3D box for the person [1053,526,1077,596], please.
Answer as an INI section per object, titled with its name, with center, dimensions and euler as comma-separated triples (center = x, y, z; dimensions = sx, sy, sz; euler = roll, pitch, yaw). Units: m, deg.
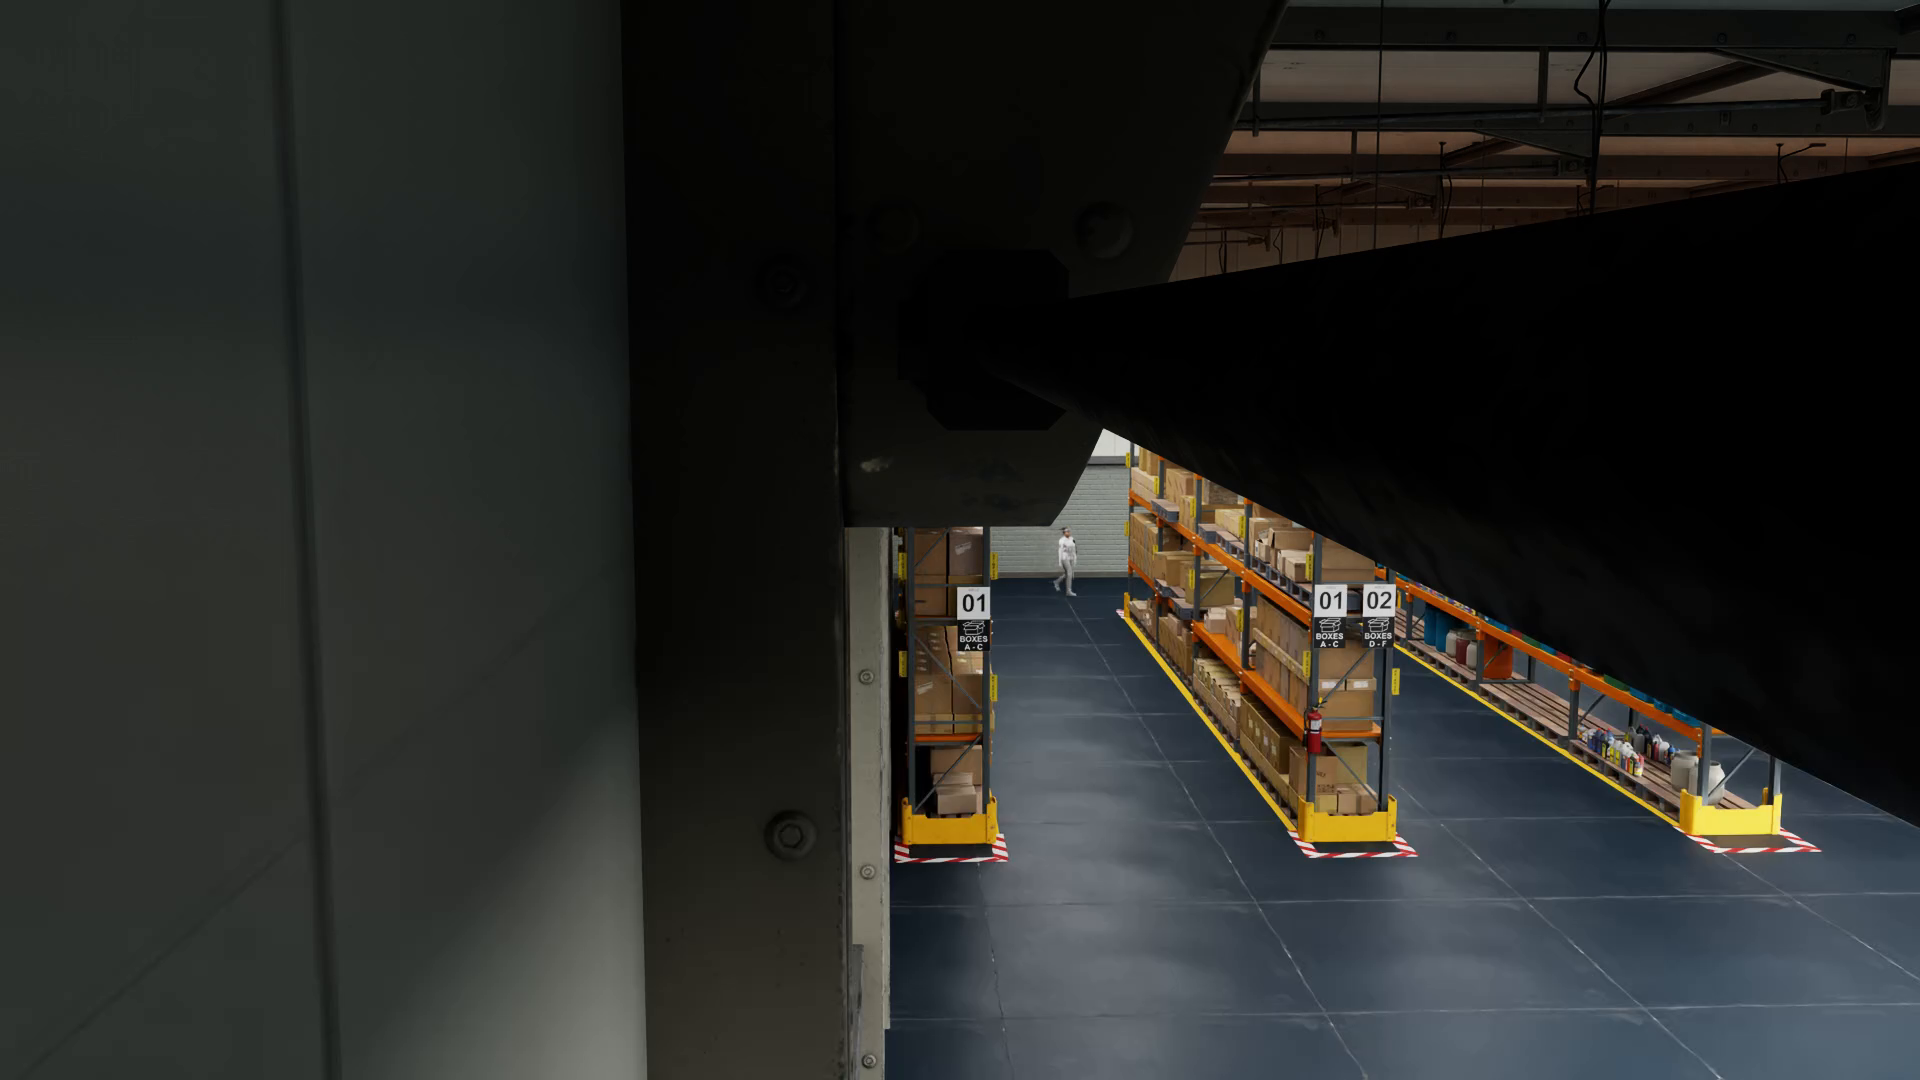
[person]
center = 2.489, 0.467, 39.226
dimensions = 0.716, 1.663, 0.472
euler = 5, 9, 36
